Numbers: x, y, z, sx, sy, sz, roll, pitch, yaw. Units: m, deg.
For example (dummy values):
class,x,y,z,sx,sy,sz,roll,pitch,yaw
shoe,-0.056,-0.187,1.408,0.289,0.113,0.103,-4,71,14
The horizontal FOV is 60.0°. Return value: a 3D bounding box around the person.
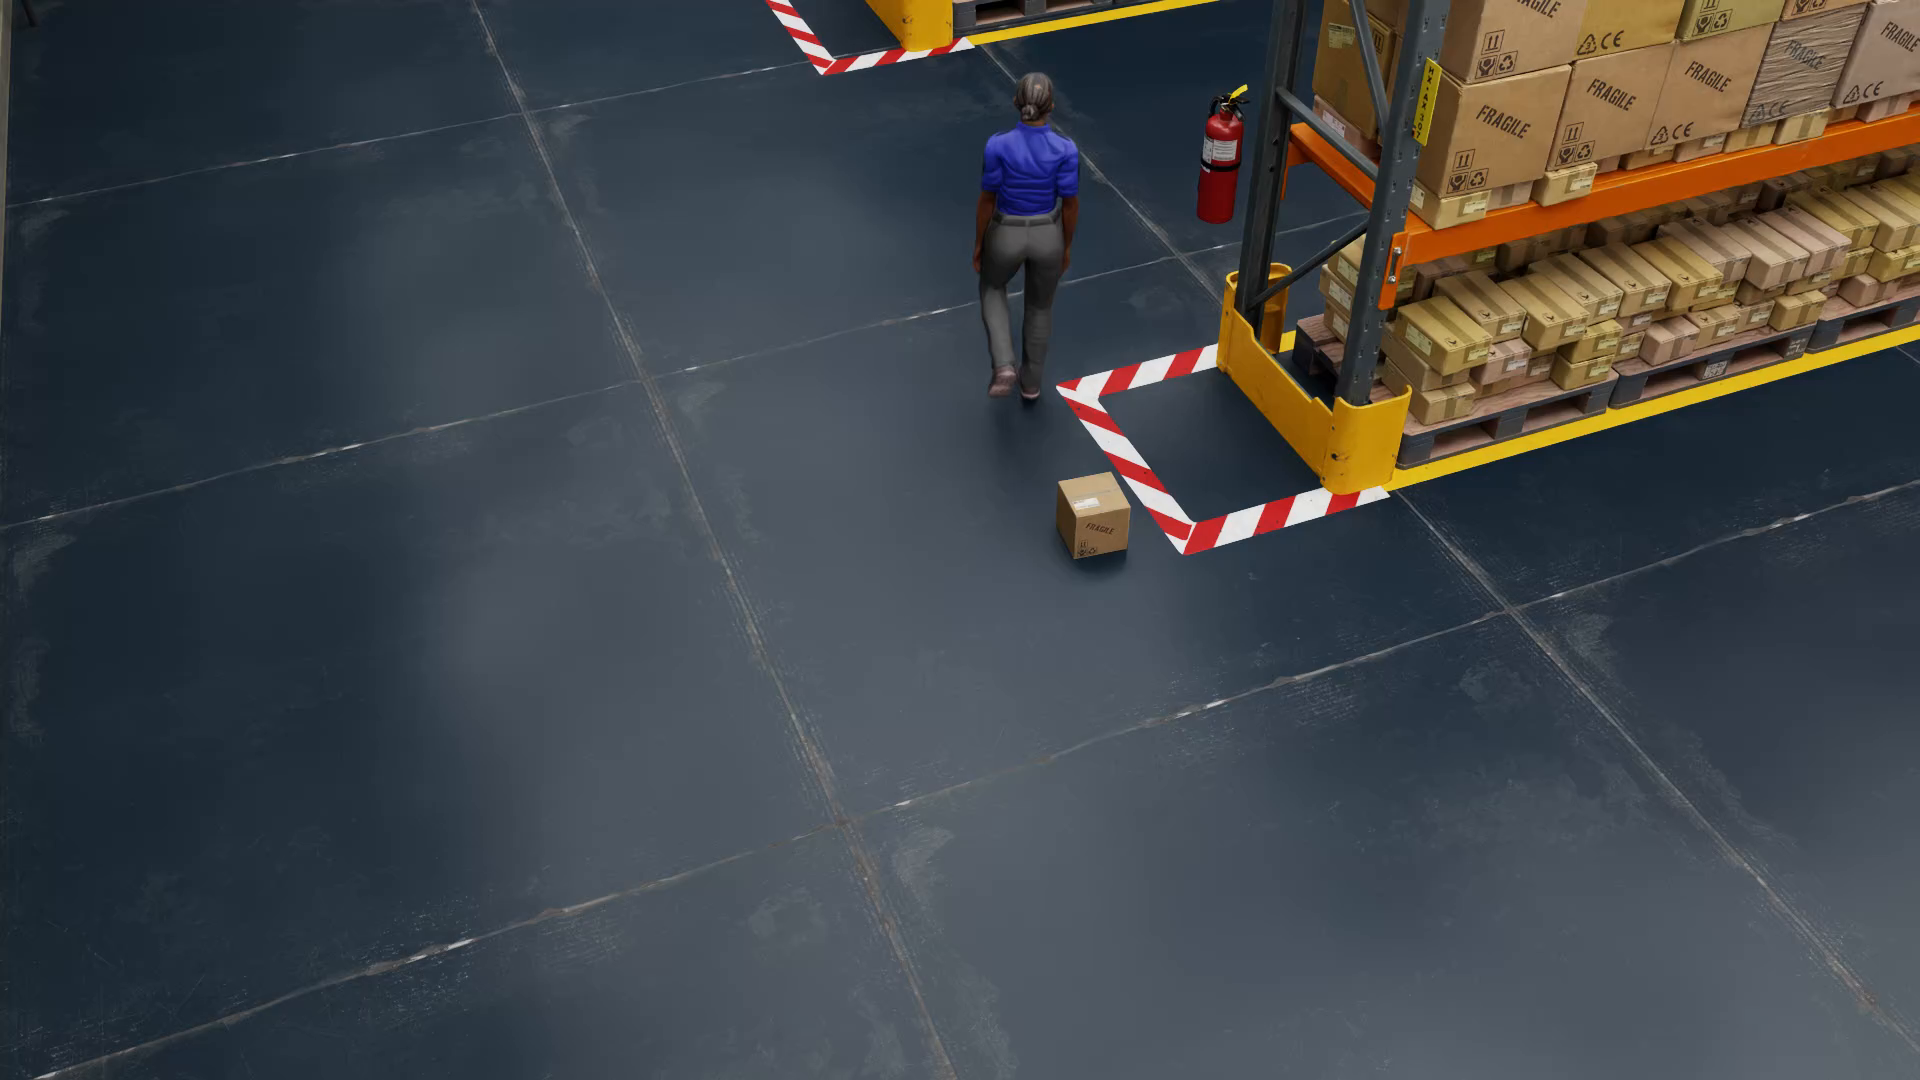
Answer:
class,x,y,z,sx,sy,sz,roll,pitch,yaw
person,0.295,-1.359,7.628,0.478,1.654,0.457,0,42,0
